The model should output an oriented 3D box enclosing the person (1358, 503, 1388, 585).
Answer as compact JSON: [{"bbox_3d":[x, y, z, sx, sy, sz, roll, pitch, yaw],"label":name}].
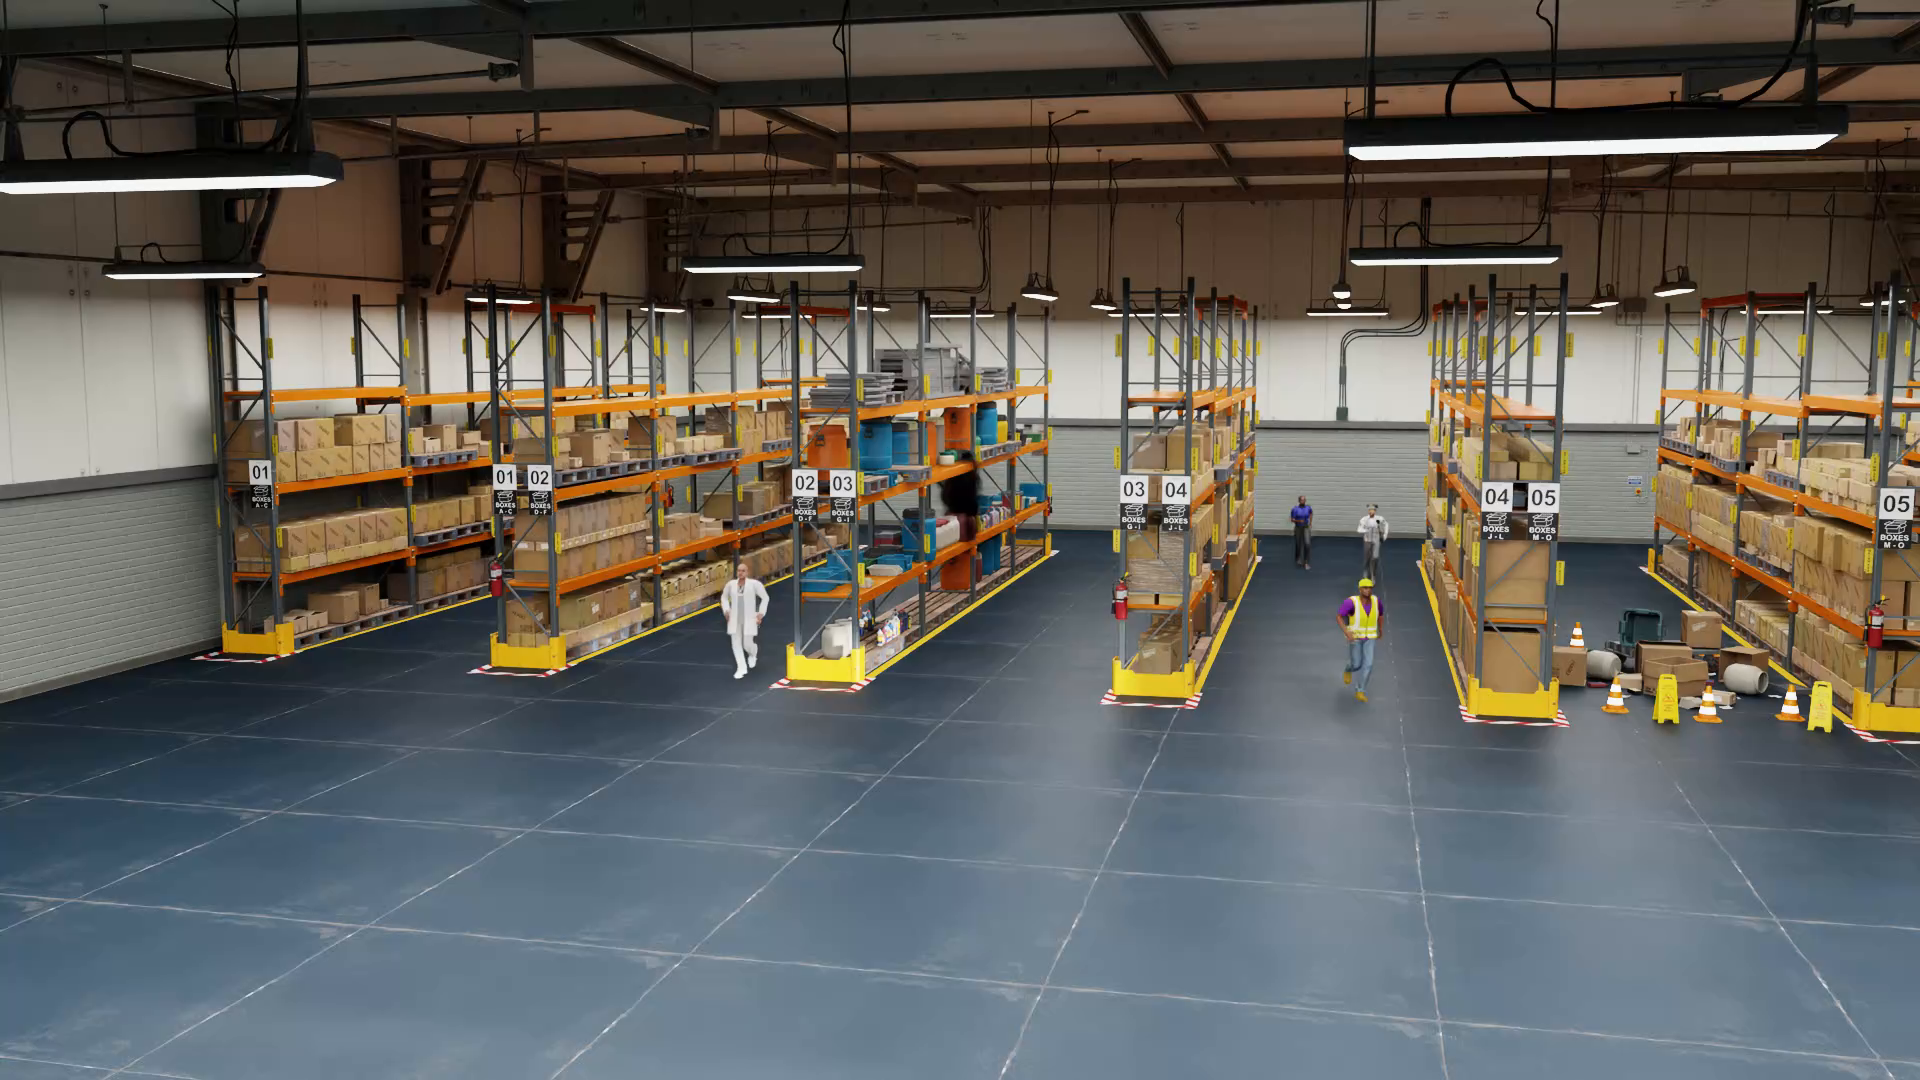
[{"bbox_3d":[8.858,0.066,35.715,0.617,1.745,0.881,2,7,18],"label":"person"}]

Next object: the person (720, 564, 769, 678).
[{"bbox_3d":[-3.316,1.221,25.564,0.747,1.744,0.652,1,7,5],"label":"person"}]

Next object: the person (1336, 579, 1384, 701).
[{"bbox_3d":[5.783,1.404,23.981,0.726,1.741,0.777,-1,7,-9],"label":"person"}]

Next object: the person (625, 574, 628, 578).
[{"bbox_3d":[-7.128,0.199,34.194,0.649,1.730,0.938,1,7,10],"label":"person"}]

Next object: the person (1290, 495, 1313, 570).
[{"bbox_3d":[7.841,-0.187,38.204,0.530,1.713,0.816,1,7,5],"label":"person"}]
